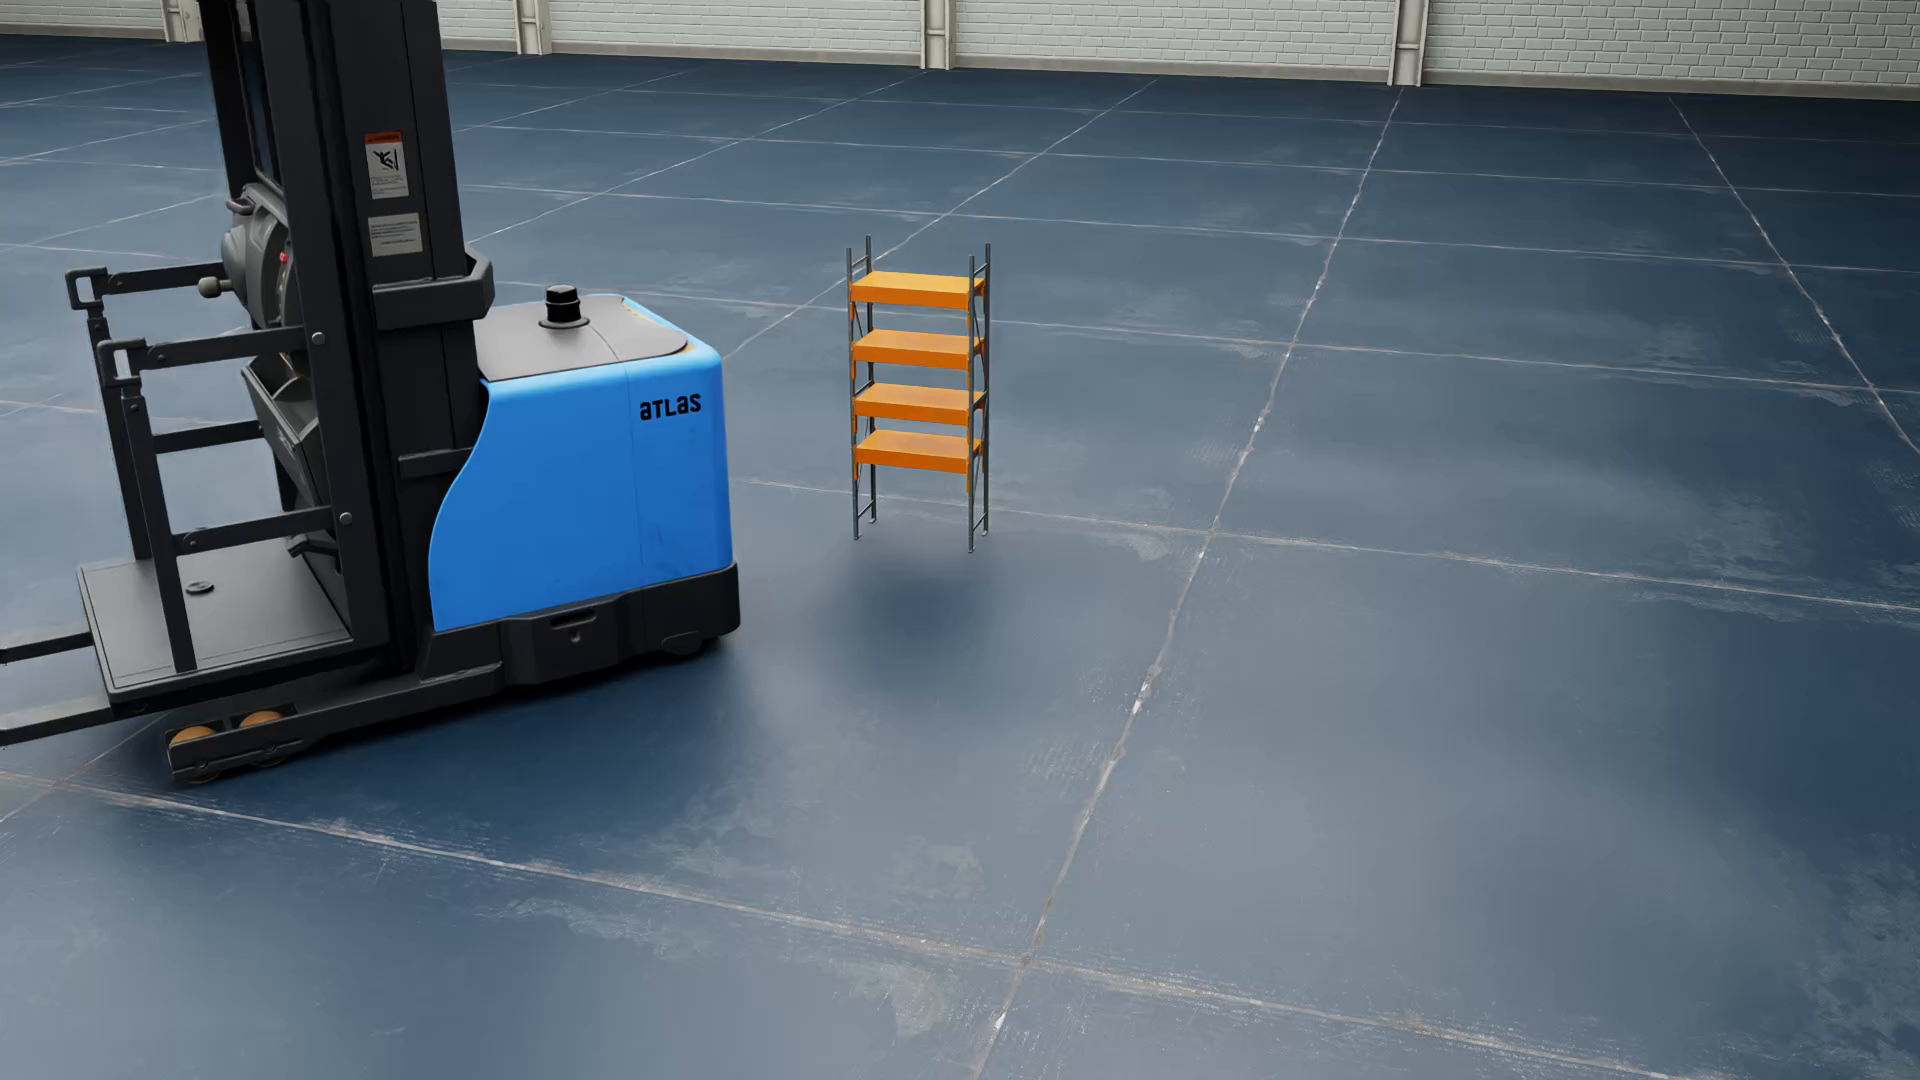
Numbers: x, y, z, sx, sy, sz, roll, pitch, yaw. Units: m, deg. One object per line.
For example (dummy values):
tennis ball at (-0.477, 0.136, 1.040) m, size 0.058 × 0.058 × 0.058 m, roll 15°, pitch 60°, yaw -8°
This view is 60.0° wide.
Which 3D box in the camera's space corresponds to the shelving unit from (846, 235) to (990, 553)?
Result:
shelving unit at (-0.158, -0.573, 6.587) m, size 0.503 × 1.200 × 0.258 m, roll 7°, pitch 23°, yaw 16°

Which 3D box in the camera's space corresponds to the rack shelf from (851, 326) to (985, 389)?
rack shelf at (-0.158, -0.718, 6.527) m, size 0.480 × 0.148 × 0.258 m, roll 7°, pitch 23°, yaw 16°

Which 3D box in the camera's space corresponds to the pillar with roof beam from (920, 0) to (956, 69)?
pillar with roof beam at (-1.530, -8.853, 16.496) m, size 0.400 × 9.000 × 9.100 m, roll 7°, pitch 23°, yaw 16°

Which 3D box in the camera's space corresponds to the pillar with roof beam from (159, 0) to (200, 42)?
pillar with roof beam at (-13.018, -10.169, 19.703) m, size 0.400 × 9.000 × 9.100 m, roll 7°, pitch 23°, yaw 16°

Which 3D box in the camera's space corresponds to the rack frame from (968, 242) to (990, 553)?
rack frame at (0.075, -0.547, 6.521) m, size 0.015 × 1.200 × 0.240 m, roll 7°, pitch 23°, yaw 16°

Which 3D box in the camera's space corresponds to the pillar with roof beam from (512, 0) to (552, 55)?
pillar with roof beam at (-7.274, -9.511, 18.099) m, size 0.400 × 9.000 × 9.100 m, roll 7°, pitch 23°, yaw 16°

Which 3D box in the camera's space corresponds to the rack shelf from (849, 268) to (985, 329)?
rack shelf at (-0.158, -0.937, 6.437) m, size 0.480 × 0.148 × 0.258 m, roll 7°, pitch 23°, yaw 16°

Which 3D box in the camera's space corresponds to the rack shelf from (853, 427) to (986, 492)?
rack shelf at (-0.158, -0.327, 6.687) m, size 0.480 × 0.148 × 0.258 m, roll 7°, pitch 23°, yaw 16°

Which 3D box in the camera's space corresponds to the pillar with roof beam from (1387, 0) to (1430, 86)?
pillar with roof beam at (4.214, -8.196, 14.892) m, size 0.400 × 9.000 × 9.100 m, roll 7°, pitch 23°, yaw 16°

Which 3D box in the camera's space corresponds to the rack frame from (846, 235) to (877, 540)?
rack frame at (-0.392, -0.600, 6.652) m, size 0.015 × 1.200 × 0.240 m, roll 7°, pitch 23°, yaw 16°

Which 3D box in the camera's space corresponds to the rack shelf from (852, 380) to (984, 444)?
rack shelf at (-0.158, -0.511, 6.612) m, size 0.480 × 0.148 × 0.258 m, roll 7°, pitch 23°, yaw 16°

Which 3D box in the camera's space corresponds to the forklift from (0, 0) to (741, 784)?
forklift at (-2.303, -0.854, 4.990) m, size 3.031 × 2.935 × 1.130 m, roll -13°, pitch 26°, yaw -28°
